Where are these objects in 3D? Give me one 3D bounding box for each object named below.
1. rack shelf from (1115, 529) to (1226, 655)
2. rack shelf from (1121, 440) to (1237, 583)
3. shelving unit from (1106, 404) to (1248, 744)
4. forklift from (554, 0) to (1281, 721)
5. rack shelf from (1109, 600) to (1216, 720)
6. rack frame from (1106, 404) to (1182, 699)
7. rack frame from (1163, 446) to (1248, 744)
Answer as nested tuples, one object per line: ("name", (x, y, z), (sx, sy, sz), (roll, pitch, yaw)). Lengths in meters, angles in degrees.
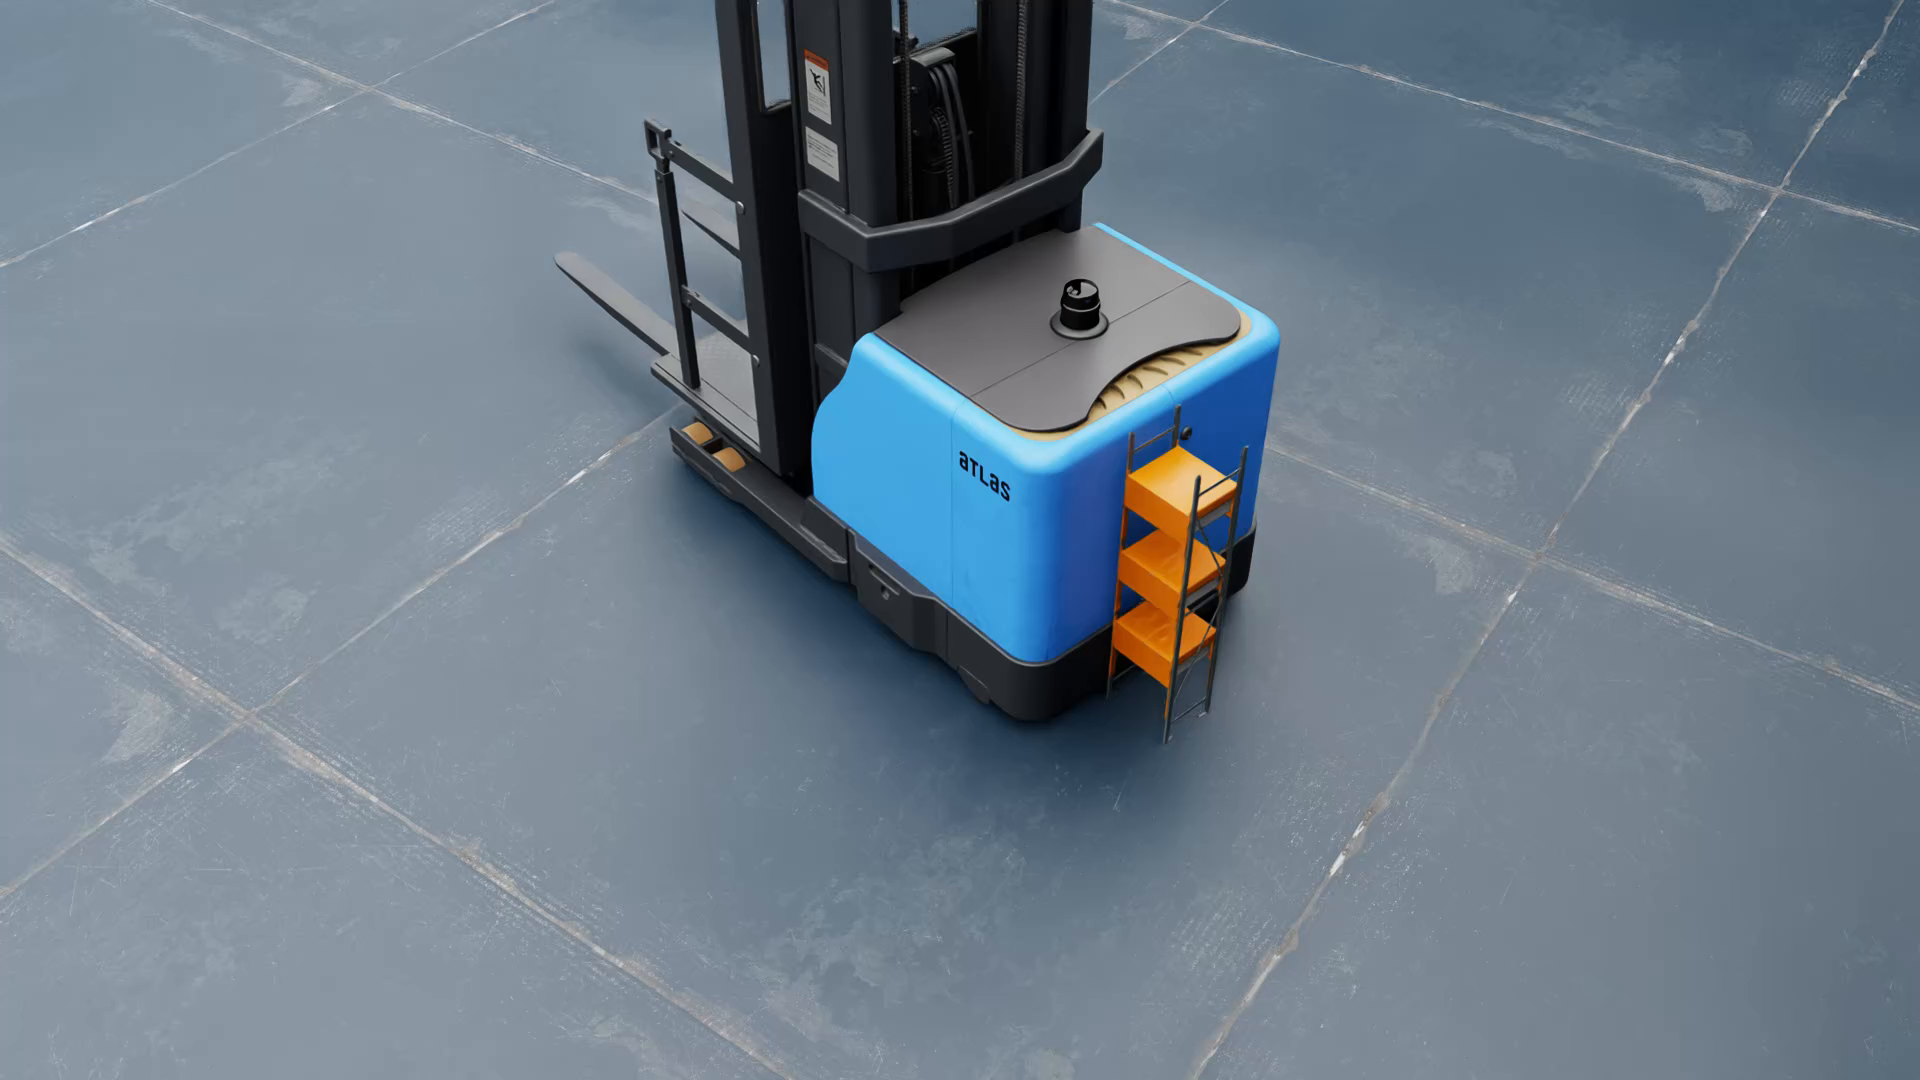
("rack shelf", (0.615, 0.130, 4.833), (0.215, 0.259, 0.240), (-30, 50, -29))
("rack shelf", (0.615, -0.081, 4.644), (0.215, 0.259, 0.240), (-30, 50, -29))
("shelving unit", (0.615, 0.122, 4.826), (0.215, 1.050, 0.252), (-30, 50, -29))
("forklift", (-0.390, -1.452, 5.175), (1.130, 2.935, 3.031), (-30, 50, -29))
("rack shelf", (0.615, 0.337, 5.018), (0.215, 0.259, 0.240), (-30, 50, -29))
("rack frame", (0.534, 0.061, 4.894), (0.200, 1.050, 0.008), (-30, 50, -29))
("rack frame", (0.695, 0.184, 4.757), (0.200, 1.050, 0.008), (-30, 50, -29))
